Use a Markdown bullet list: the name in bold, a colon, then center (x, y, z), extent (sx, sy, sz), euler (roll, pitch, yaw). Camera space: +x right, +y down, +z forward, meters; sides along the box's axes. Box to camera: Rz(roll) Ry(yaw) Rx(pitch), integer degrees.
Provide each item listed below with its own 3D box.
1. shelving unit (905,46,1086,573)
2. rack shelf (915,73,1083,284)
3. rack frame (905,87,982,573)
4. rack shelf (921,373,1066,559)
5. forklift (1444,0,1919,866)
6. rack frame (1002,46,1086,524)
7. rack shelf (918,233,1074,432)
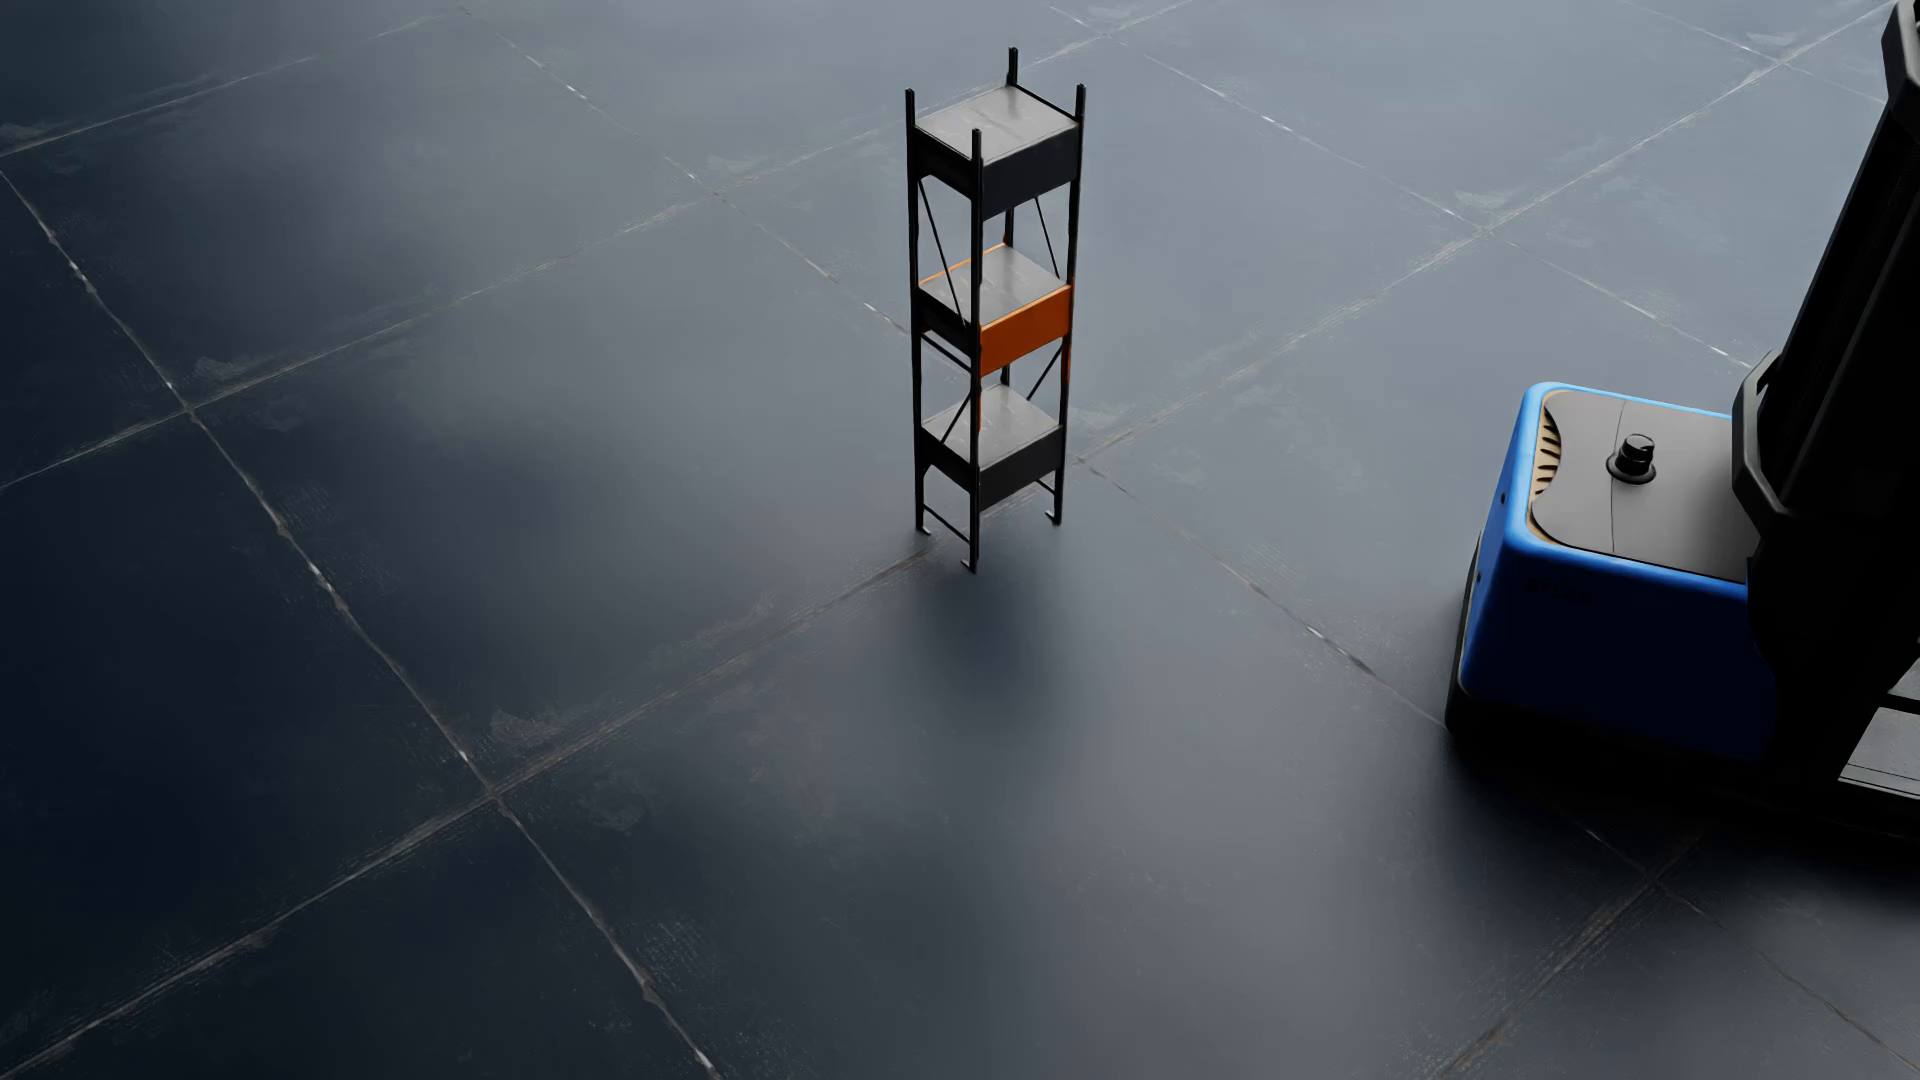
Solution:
- **shelving unit**: center (0.127, -0.838, 6.609), extent (0.503, 2.100, 0.431), euler (-30, 51, -28)
- **rack shelf**: center (0.127, -1.338, 6.139), extent (0.480, 0.518, 0.431), euler (-30, 51, -28)
- **rack frame**: center (-0.060, -0.731, 6.494), extent (0.015, 2.100, 0.400), euler (-30, 51, -28)
- **rack shelf**: center (0.127, -0.318, 7.097), extent (0.480, 0.518, 0.431), euler (-30, 51, -28)
- **forklift**: center (3.438, -0.270, 5.397), extent (3.031, 2.935, 1.130), euler (13, 45, 14)
- **rack frame**: center (0.314, -0.945, 6.723), extent (0.015, 2.100, 0.400), euler (-30, 51, -28)
- **rack shelf**: center (0.127, -0.828, 6.618), extent (0.480, 0.518, 0.431), euler (-30, 51, -28)
